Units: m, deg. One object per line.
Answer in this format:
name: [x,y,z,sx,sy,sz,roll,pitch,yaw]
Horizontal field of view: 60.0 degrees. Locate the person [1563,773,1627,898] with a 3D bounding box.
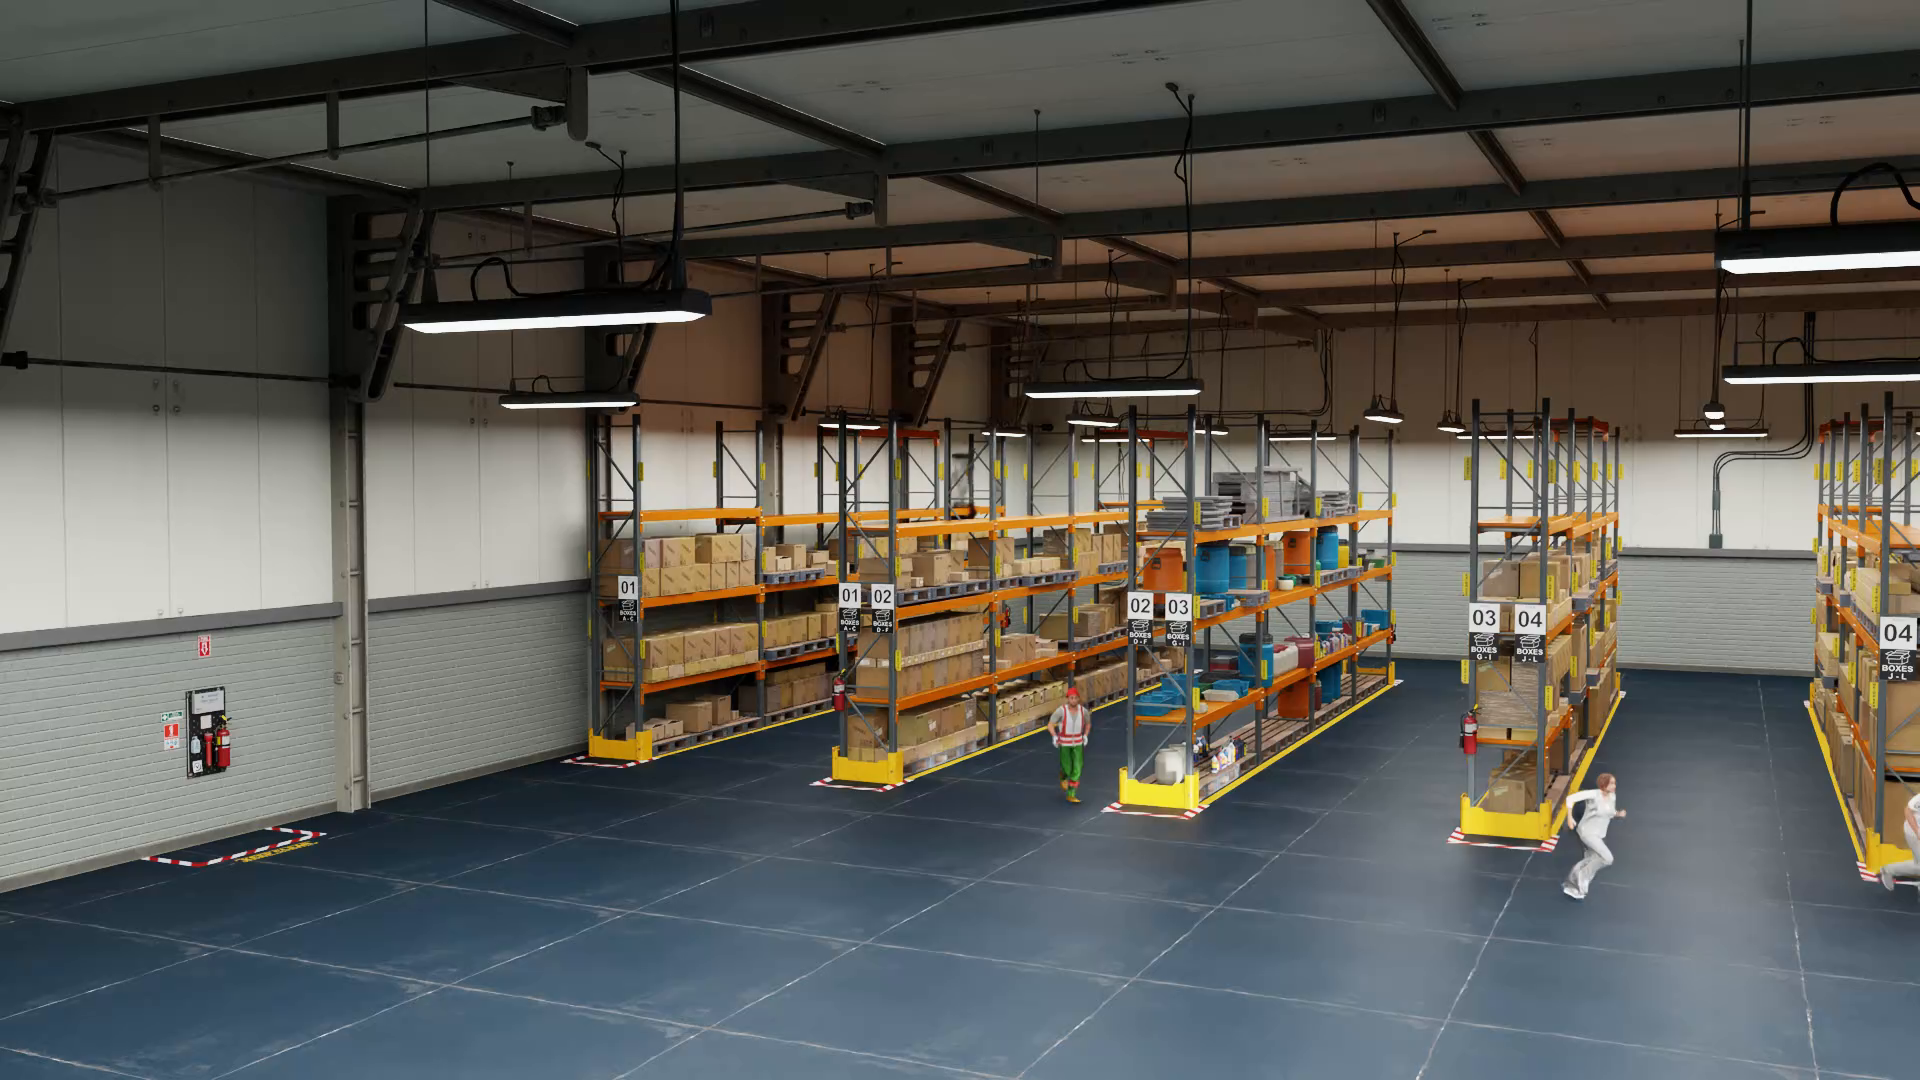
person: [7.344,3.433,19.261,0.524,1.524,0.783,-2,3,-36]

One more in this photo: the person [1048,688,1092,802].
person: [1.676,3.106,25.340,0.683,1.731,0.719,0,2,-11]

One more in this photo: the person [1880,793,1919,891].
person: [11.131,3.446,19.248,0.666,1.593,1.076,-1,2,-16]
